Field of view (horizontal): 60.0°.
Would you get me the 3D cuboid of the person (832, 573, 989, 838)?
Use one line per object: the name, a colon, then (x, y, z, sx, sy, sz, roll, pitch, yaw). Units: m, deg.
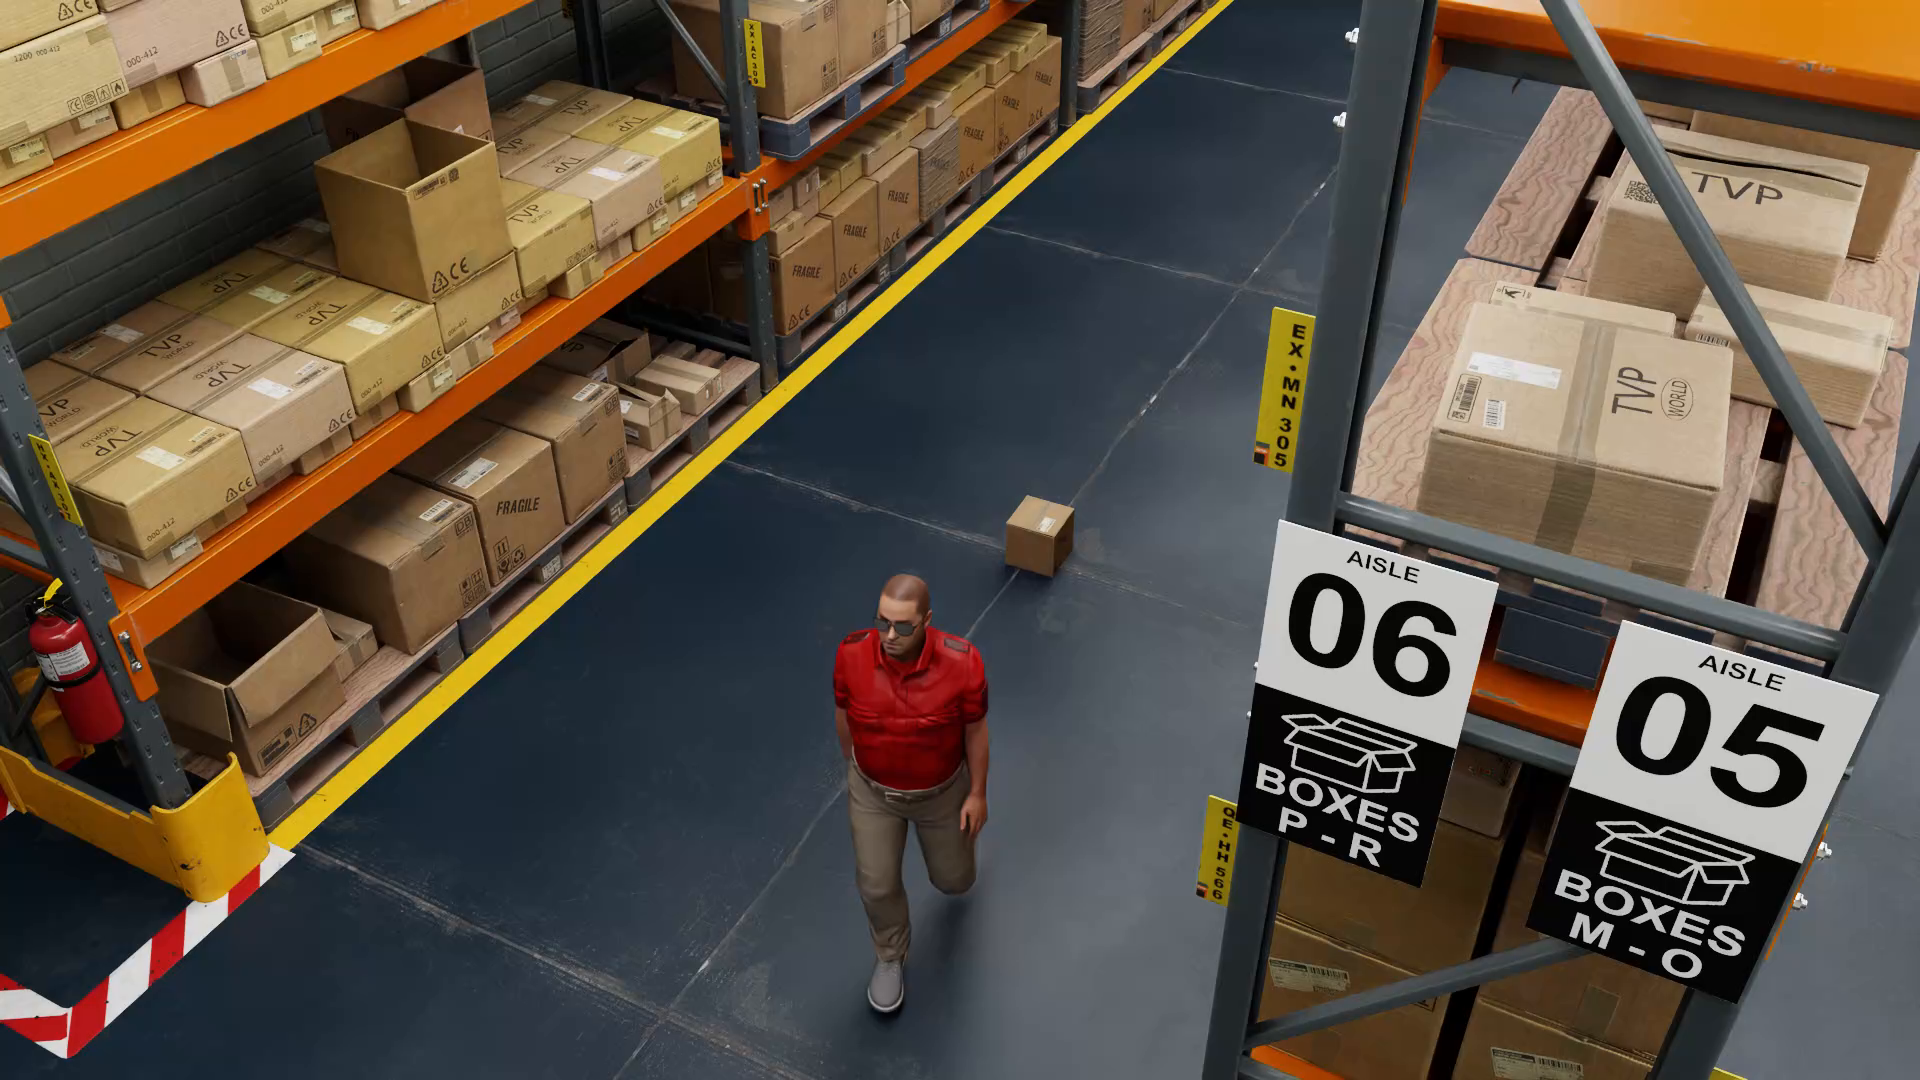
person: (-0.167, 0.574, 5.457, 0.538, 1.047, 0.334, 4, 38, 6)
